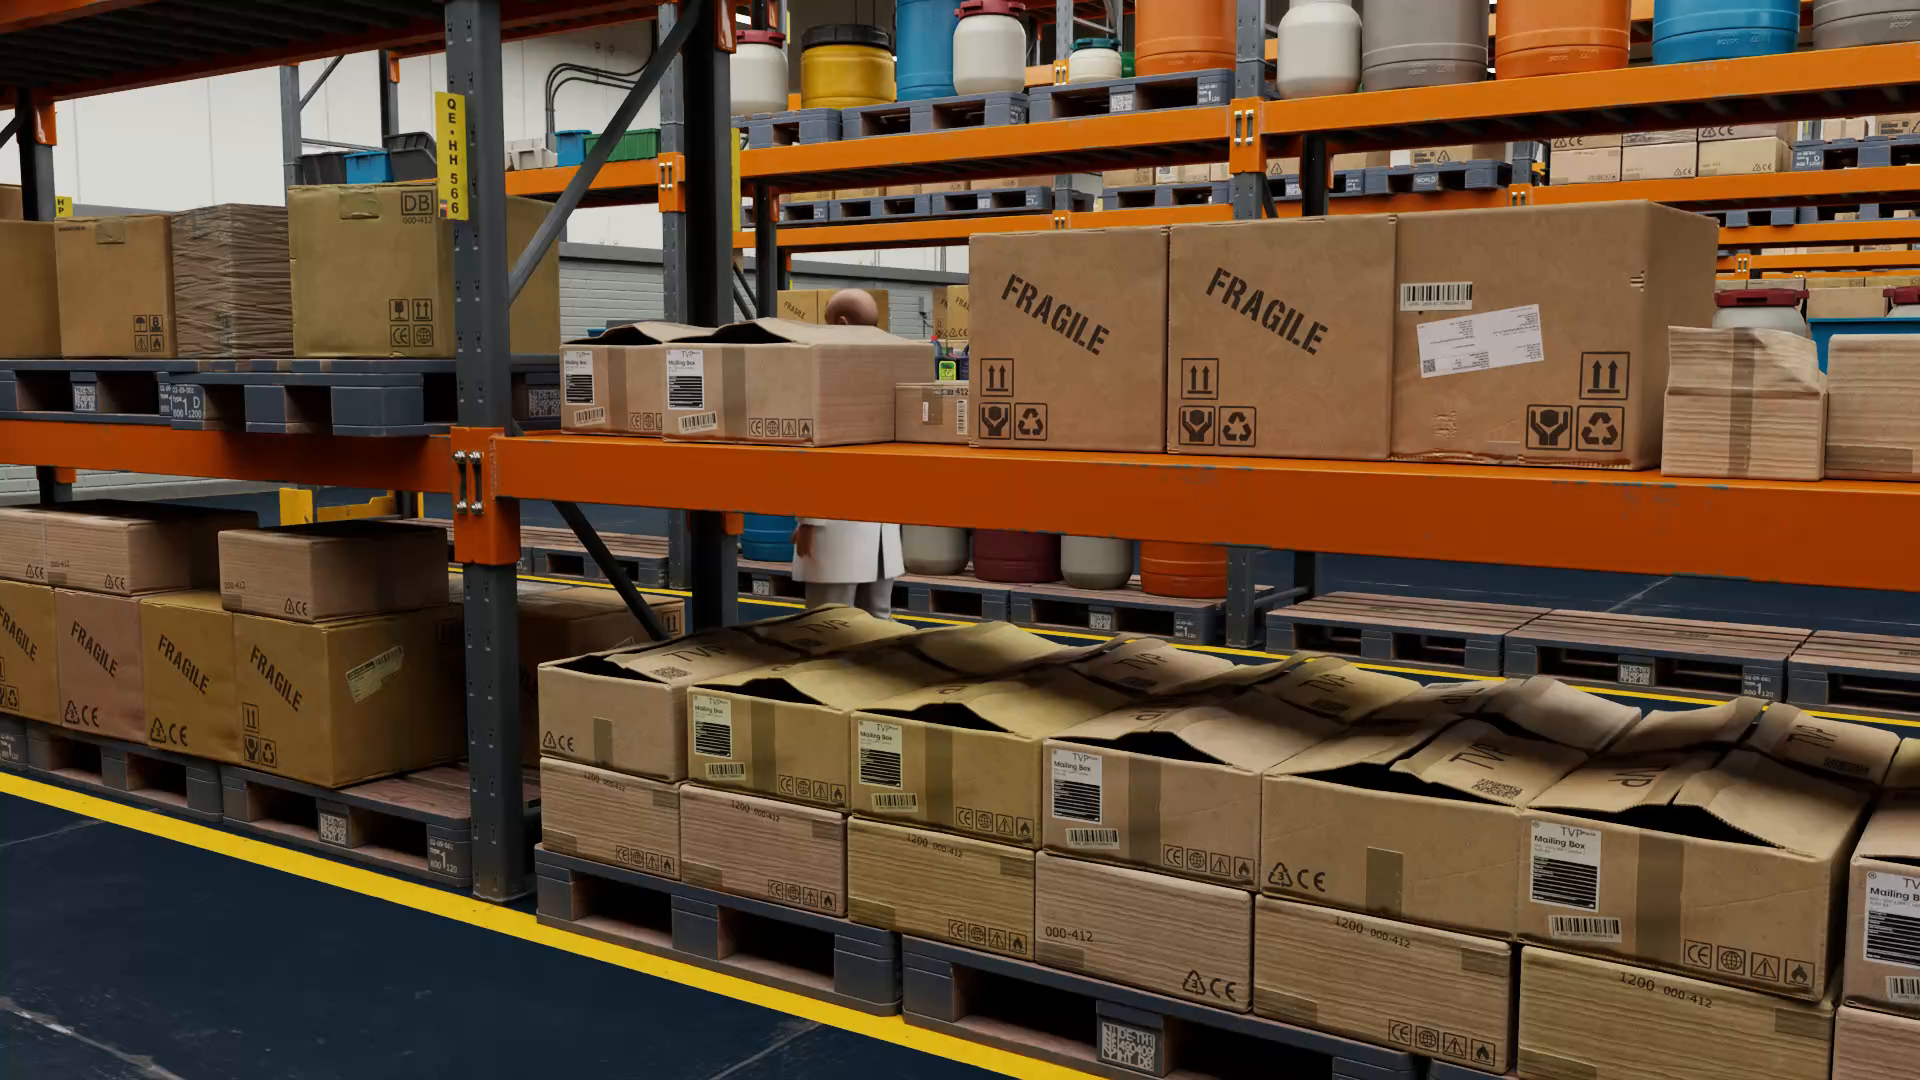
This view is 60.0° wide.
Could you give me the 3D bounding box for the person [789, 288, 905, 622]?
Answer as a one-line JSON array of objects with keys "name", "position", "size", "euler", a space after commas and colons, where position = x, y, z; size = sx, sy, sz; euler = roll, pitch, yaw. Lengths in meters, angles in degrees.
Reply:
[{"name": "person", "position": [-0.439, -0.065, 6.370], "size": [0.385, 1.780, 0.561], "euler": [4, 8, 35]}]
